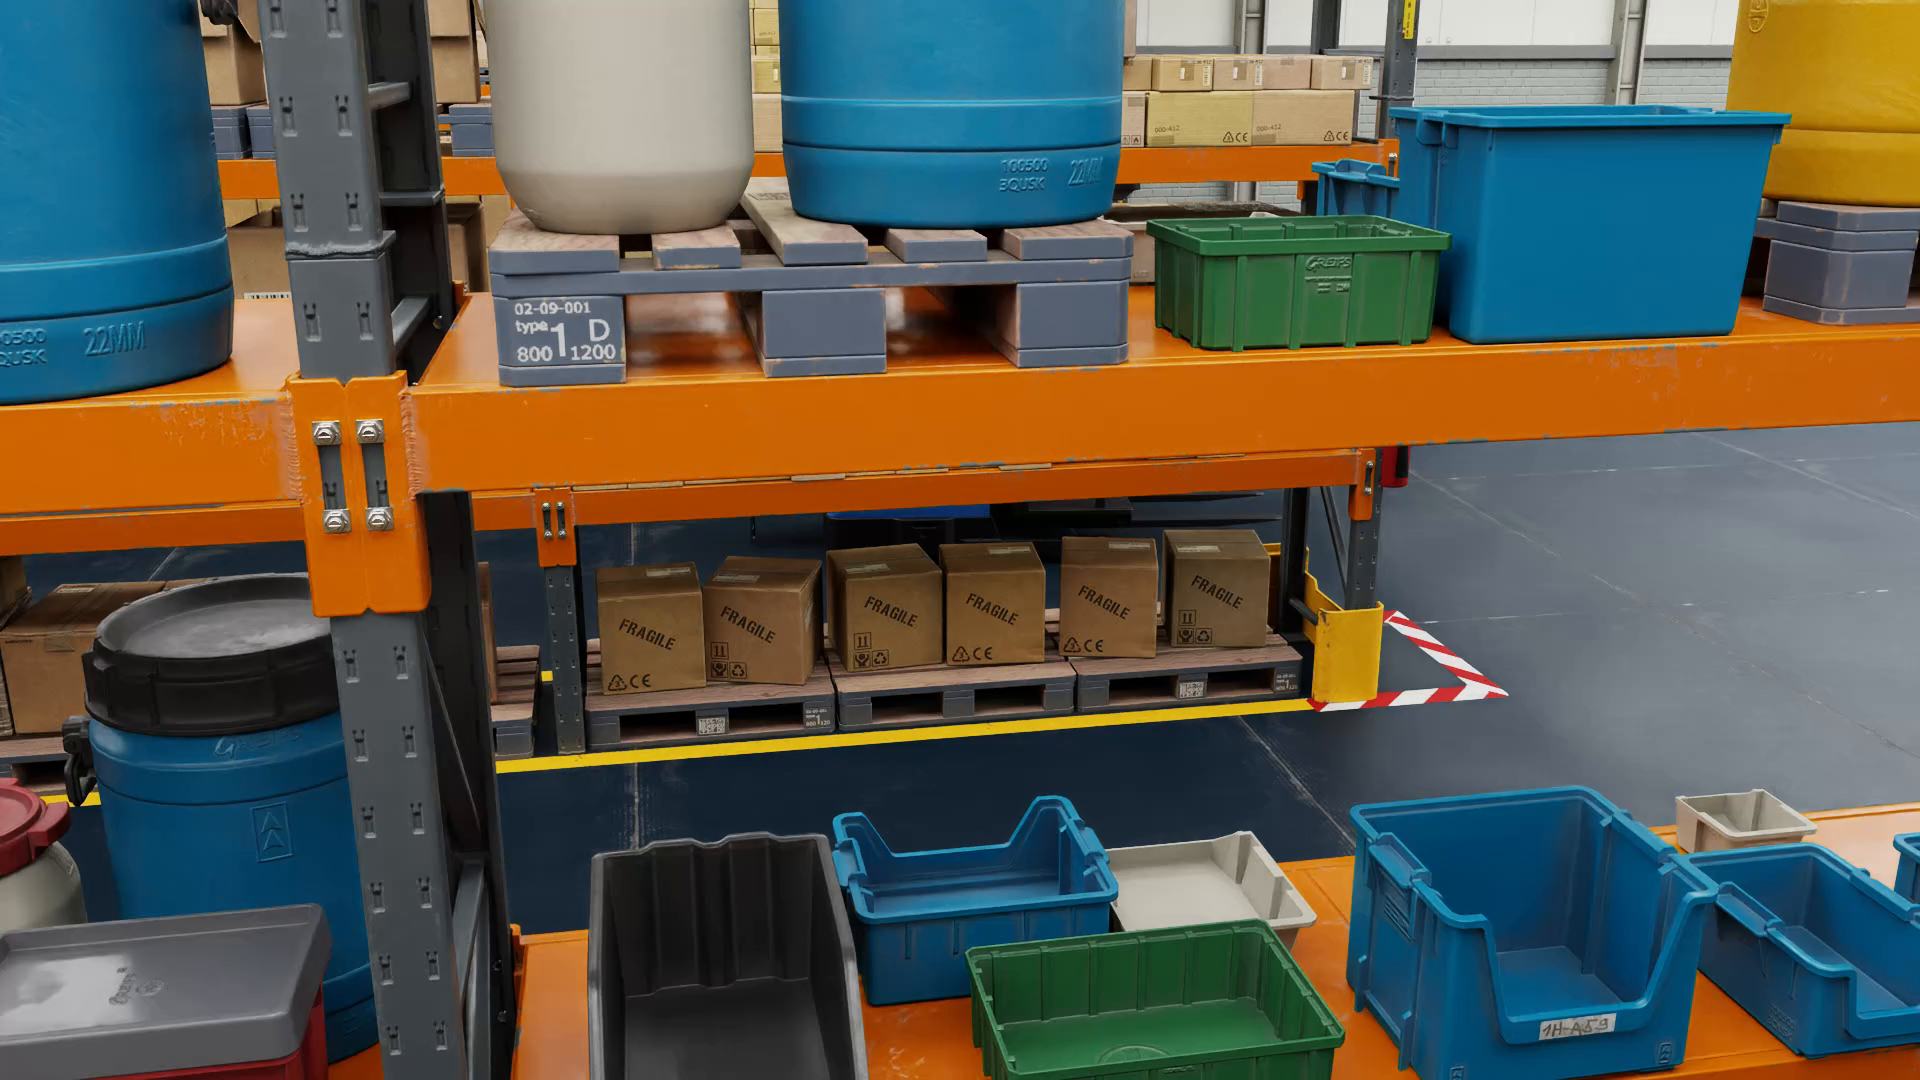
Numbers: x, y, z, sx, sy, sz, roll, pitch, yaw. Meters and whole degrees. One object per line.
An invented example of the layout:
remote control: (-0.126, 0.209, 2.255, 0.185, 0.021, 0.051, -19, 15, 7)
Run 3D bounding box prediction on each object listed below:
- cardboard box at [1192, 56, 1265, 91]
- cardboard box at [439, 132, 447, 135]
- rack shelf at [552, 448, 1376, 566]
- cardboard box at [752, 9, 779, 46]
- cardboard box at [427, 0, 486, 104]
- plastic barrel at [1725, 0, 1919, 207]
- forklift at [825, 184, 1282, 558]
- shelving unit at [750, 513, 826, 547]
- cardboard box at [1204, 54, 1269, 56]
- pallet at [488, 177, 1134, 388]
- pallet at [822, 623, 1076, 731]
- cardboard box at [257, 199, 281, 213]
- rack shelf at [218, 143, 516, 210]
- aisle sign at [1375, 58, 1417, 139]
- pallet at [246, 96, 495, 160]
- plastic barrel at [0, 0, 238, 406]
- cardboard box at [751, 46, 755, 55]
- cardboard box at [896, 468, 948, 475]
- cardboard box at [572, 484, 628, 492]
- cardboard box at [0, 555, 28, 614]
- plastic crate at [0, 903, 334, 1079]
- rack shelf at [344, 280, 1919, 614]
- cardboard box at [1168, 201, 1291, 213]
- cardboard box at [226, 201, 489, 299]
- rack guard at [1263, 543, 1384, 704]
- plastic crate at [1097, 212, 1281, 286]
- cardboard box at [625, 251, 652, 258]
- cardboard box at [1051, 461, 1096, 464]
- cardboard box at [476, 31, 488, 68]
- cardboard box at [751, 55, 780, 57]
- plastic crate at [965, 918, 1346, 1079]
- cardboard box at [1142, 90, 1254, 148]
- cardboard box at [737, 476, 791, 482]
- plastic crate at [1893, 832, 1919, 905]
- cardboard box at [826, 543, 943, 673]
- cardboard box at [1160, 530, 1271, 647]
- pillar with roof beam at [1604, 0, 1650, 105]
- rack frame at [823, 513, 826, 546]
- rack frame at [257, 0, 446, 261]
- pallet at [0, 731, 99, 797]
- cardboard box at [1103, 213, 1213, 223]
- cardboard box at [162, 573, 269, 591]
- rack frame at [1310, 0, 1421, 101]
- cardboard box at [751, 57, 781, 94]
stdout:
cardboard box: (1.237, -2.190, 7.800, 0.250, 0.149, 0.380, -4, 18, -13)
cardboard box: (-5.407, -4.090, 17.023, 0.250, 0.149, 0.380, -2, 17, -7)
rack shelf: (0.012, -0.315, 8.452, 4.000, 0.370, 1.077, -3, 17, -10)
cardboard box: (-1.270, -3.739, 12.130, 0.500, 0.250, 0.500, -3, 17, -11)
cardboard box: (-2.432, -2.233, 7.474, 0.637, 0.503, 0.797, -4, 18, -13)
plastic barrel: (1.820, -0.967, 3.205, 0.600, 0.588, 0.600, 0, 17, 0)
forklift: (0.622, -1.409, 10.907, 3.031, 2.935, 1.130, -1, 17, -2)
shelving unit: (-1.157, -0.563, 11.101, 0.503, 1.200, 0.258, -1, 17, -2)
cardboard box: (1.389, -2.387, 8.443, 0.250, 0.149, 0.380, -3, 17, -9)
pallet: (-0.322, -0.531, 3.145, 1.003, 0.211, 1.213, -3, 17, -10)
pallet: (-0.098, 0.669, 8.773, 1.213, 0.211, 1.003, -3, 17, -10)
cardboard box: (-4.777, -2.394, 12.124, 0.500, 0.500, 0.700, -3, 17, -11)
rack shelf: (-3.915, -1.526, 7.287, 4.000, 0.370, 1.077, -3, 17, -10)
aisle sign: (2.094, -1.930, 8.057, 0.004, 0.787, 0.394, -3, 17, -10)
pallet: (-2.578, -1.887, 7.559, 1.003, 0.211, 1.213, -3, 17, -10)
plastic barrel: (-1.470, -0.702, 2.525, 0.708, 0.901, 0.600, -3, 17, -10)
cardboard box: (-1.626, -3.509, 12.063, 0.250, 0.149, 0.380, -4, 17, -11)
cardboard box: (-0.213, -0.440, 8.062, 0.250, 0.149, 0.380, -3, 17, -10)
cardboard box: (-1.683, -0.352, 7.778, 0.250, 0.149, 0.380, -3, 17, -10)
cardboard box: (-4.708, 0.223, 7.706, 0.500, 0.250, 0.500, -1, 17, -4)
plastic crate: (-1.429, 0.965, 2.951, 0.583, 0.464, 0.402, -3, 17, -10)
rack shelf: (0.952, -0.321, 3.363, 4.000, 0.370, 1.077, -3, 17, -10)
cardboard box: (1.384, -1.486, 8.660, 0.500, 0.500, 0.500, -3, 17, -10)
cardboard box: (-2.758, -1.031, 7.822, 1.000, 1.000, 1.000, -3, 17, -10)
rack guard: (1.901, 0.429, 9.063, 0.348, 0.500, 1.175, -3, 17, -10)
plastic crate: (0.487, -0.633, 3.604, 0.396, 0.136, 0.243, -3, 17, -10)
cardboard box: (-1.461, -1.167, 7.622, 0.500, 0.500, 0.500, -3, 17, -10)
cardboard box: (0.511, -0.500, 8.259, 0.250, 0.149, 0.380, -3, 17, -10)
cardboard box: (-3.456, -3.508, 11.885, 0.500, 0.250, 0.500, -3, 17, -10)
cardboard box: (-0.911, -2.251, 8.001, 0.250, 0.149, 0.380, -4, 17, -12)
plastic crate: (0.374, 0.988, 3.348, 0.662, 0.188, 0.450, -3, 17, -10)
cardboard box: (1.061, -2.003, 7.872, 0.500, 0.250, 0.500, -3, 17, -10)
cardboard box: (-0.952, -0.401, 7.936, 0.250, 0.149, 0.380, -3, 17, -10)
plastic crate: (2.481, 0.843, 3.711, 0.616, 0.251, 0.499, -3, 17, -10)
cardboard box: (-0.396, 0.345, 8.622, 0.500, 0.500, 0.500, -5, 18, -15)
cardboard box: (1.360, 0.254, 8.917, 0.500, 0.500, 0.500, 0, 17, 0)
pillar with roof beam: (10.895, -7.574, 20.643, 0.400, 9.000, 9.100, -3, 17, -10)
rack frame: (-0.913, -0.566, 11.111, 0.015, 1.200, 0.240, -1, 17, -2)
rack frame: (-1.012, -1.987, 2.455, 0.127, 3.000, 1.000, -3, 17, -10)
pallet: (-3.916, 0.899, 8.026, 1.213, 0.211, 1.003, -3, 17, -10)
cardboard box: (0.993, -1.306, 8.077, 0.500, 0.500, 0.500, -3, 17, -10)
cardboard box: (-3.580, 0.518, 8.025, 0.500, 0.500, 0.700, -5, 18, -15)
rack frame: (1.976, -3.638, 7.829, 0.127, 3.000, 1.000, -3, 17, -10)
cardboard box: (-0.822, -2.099, 7.503, 0.250, 0.149, 0.380, -3, 17, -9)
